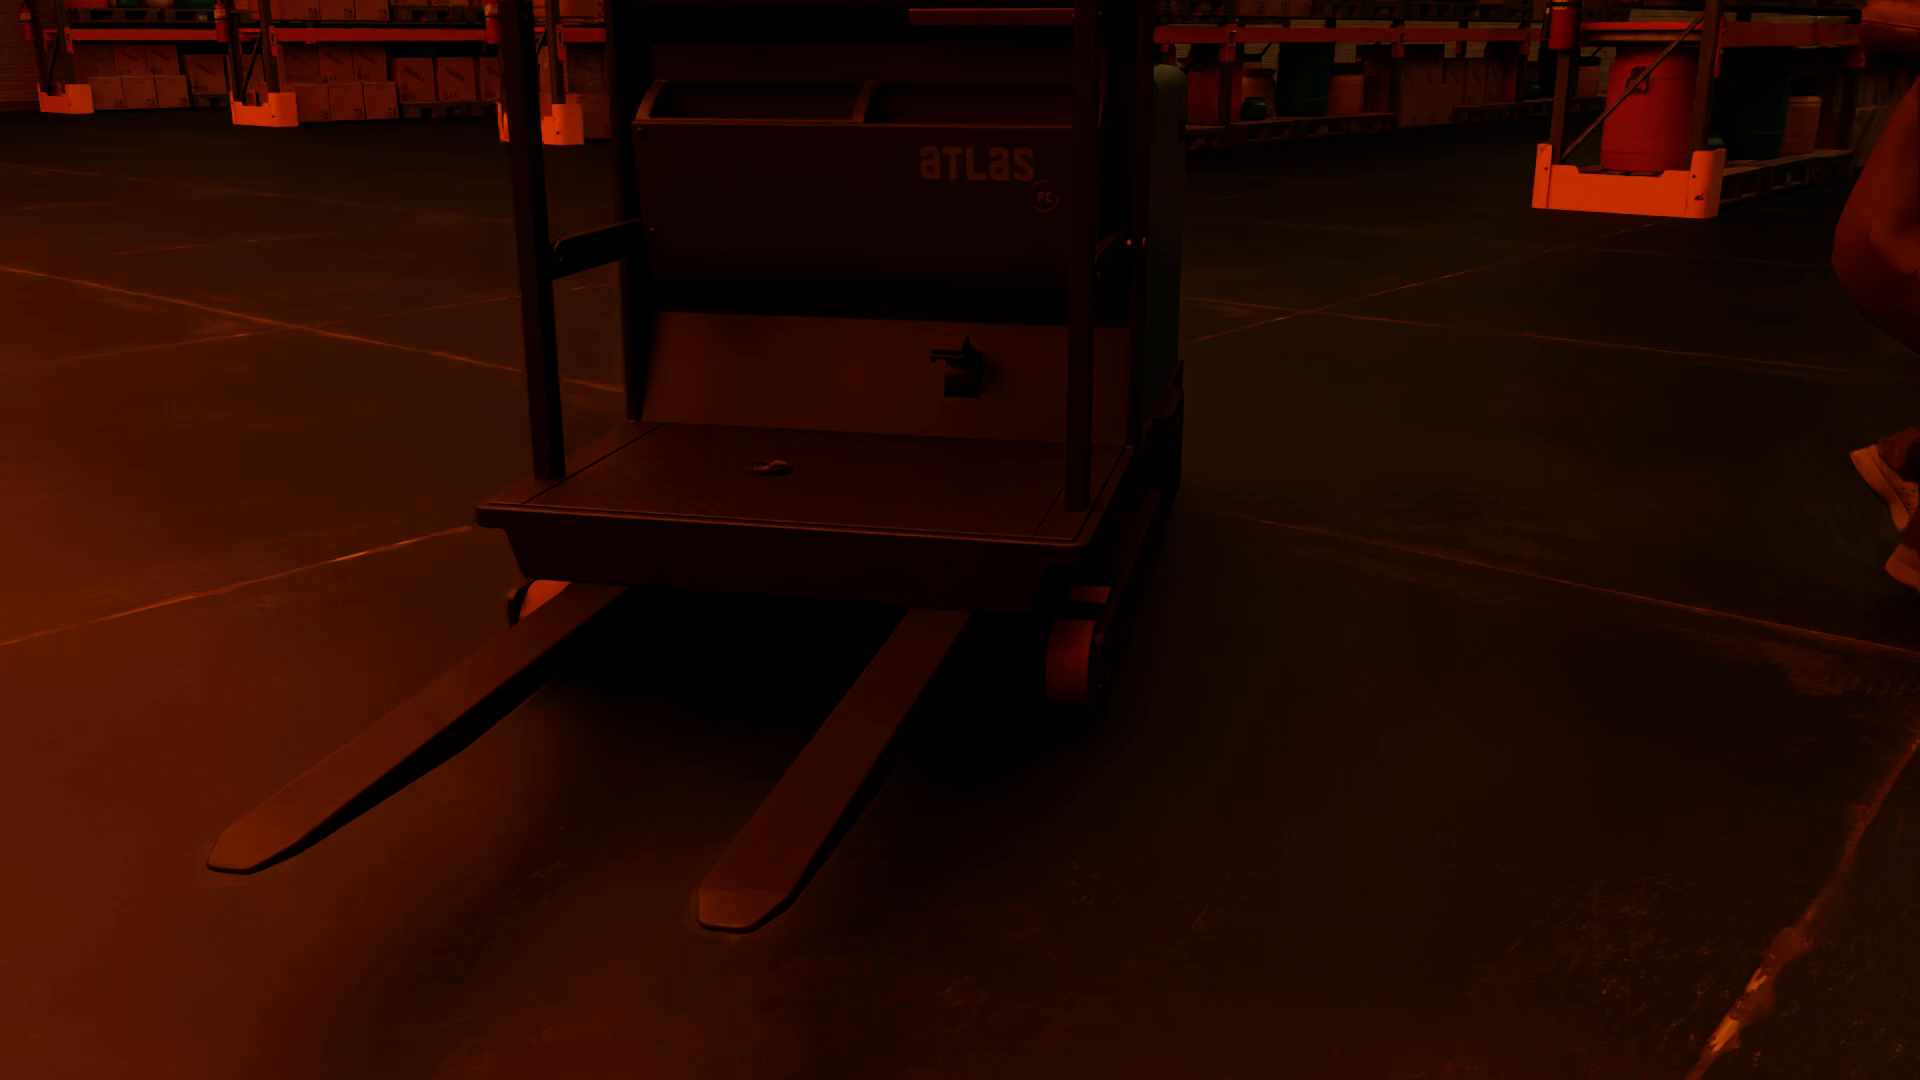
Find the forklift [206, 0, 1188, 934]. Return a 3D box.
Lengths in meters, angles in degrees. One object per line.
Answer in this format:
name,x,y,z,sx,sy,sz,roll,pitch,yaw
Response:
forklift,-0.222,-1.220,2.914,1.130,2.935,3.031,4,17,12

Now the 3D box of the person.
person,2.218,-0.557,3.253,0.844,1.502,0.991,-10,20,-31
